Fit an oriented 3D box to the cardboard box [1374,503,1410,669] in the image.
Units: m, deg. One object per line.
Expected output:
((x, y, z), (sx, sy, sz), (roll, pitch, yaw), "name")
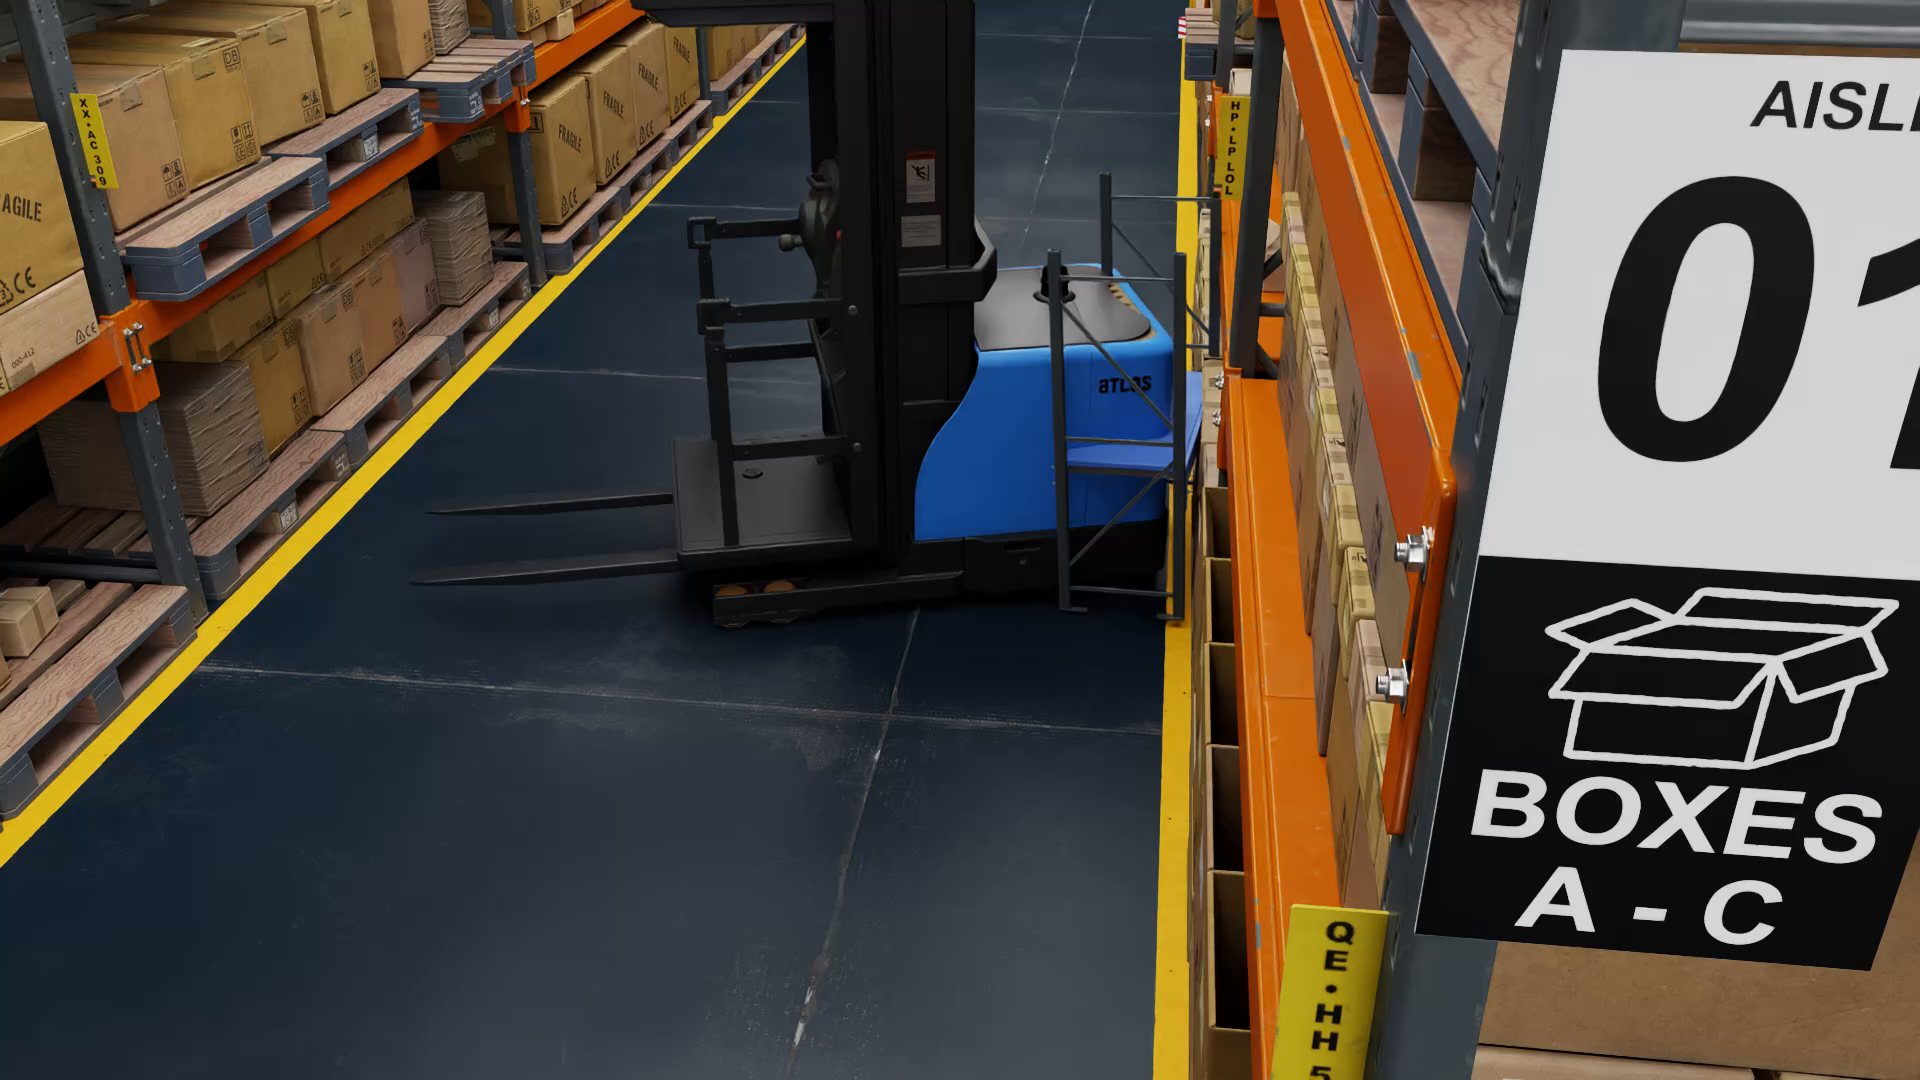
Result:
((1.044, 0.046, 2.529), (0.700, 0.500, 0.500), (3, 28, 5), "cardboard box")

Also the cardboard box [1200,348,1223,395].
((1.285, -0.639, 7.138), (0.500, 0.311, 0.500), (3, 28, 6), "cardboard box")

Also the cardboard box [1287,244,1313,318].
((1.113, -0.705, 4.606), (0.380, 0.149, 0.250), (3, 28, 5), "cardboard box")

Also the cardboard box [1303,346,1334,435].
((1.019, -0.337, 3.924), (0.380, 0.149, 0.250), (3, 28, 5), "cardboard box")

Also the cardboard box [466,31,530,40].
((-2.758, -2.939, 9.786), (0.380, 0.149, 0.250), (3, 28, 5), "cardboard box")

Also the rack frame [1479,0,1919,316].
((0.908, -1.488, 0.524), (1.000, 3.000, 0.127), (3, 28, 6), "rack frame")

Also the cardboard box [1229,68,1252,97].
((1.587, -2.164, 8.198), (0.500, 0.311, 0.500), (3, 28, 6), "cardboard box")

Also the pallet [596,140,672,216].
((-2.705, -2.611, 11.873), (1.003, 0.211, 1.213), (3, 28, 6), "pallet")

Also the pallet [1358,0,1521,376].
((1.021, -0.460, 1.872), (1.003, 0.211, 1.213), (3, 28, 6), "pallet")

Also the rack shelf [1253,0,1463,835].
((1.153, -0.792, 3.154), (1.077, 0.370, 4.000), (3, 28, 6), "rack shelf")

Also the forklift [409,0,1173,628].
((-0.715, -1.212, 6.409), (3.031, 2.935, 1.130), (-5, 29, -9), "forklift")

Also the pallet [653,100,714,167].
((-2.558, -3.187, 12.942), (1.003, 0.211, 1.213), (3, 28, 6), "pallet")

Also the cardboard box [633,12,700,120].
((-2.489, -3.707, 12.792), (0.750, 0.750, 0.750), (4, 29, 7), "cardboard box")

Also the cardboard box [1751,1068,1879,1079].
((1.170, 0.651, 2.089), (0.380, 0.149, 0.250), (3, 28, 6), "cardboard box")

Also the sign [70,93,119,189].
((-2.979, -1.369, 5.716), (0.100, 0.325, 0.005), (3, 28, 6), "sign")

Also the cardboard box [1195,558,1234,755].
((0.977, 0.401, 5.008), (0.500, 0.500, 0.500), (3, 28, 6), "cardboard box")

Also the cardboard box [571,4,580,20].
((-2.670, -3.425, 10.689), (0.380, 0.149, 0.250), (4, 29, 7), "cardboard box")

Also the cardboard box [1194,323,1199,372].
((1.414, -0.876, 8.170), (0.500, 0.250, 0.500), (3, 28, 5), "cardboard box")

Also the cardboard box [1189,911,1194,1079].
((0.853, 1.202, 4.312), (0.500, 0.250, 0.500), (3, 28, 6), "cardboard box")

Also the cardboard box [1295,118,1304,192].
((1.573, -1.382, 6.548), (0.500, 0.500, 0.500), (5, 29, 10), "cardboard box")

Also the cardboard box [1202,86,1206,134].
((2.023, -3.124, 12.057), (0.500, 0.500, 0.500), (4, 29, 7), "cardboard box")

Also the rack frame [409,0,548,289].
((-3.028, -2.899, 9.468), (1.000, 3.000, 0.127), (3, 28, 6), "rack frame")

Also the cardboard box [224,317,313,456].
((-3.431, -0.703, 7.564), (0.700, 0.500, 0.500), (3, 28, 5), "cardboard box")

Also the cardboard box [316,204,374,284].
((-3.255, -1.473, 8.203), (0.500, 0.250, 0.500), (3, 28, 6), "cardboard box")

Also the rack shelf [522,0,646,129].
((-2.783, -3.524, 11.386), (1.077, 0.370, 4.000), (3, 28, 6), "rack shelf")

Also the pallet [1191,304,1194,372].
((1.749, -1.000, 8.883), (1.003, 0.211, 1.213), (3, 28, 6), "pallet")

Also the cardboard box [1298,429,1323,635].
((1.227, -0.080, 4.131), (0.700, 0.500, 0.500), (4, 29, 7), "cardboard box")

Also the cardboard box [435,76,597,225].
((-2.808, -2.476, 10.507), (0.750, 0.750, 0.750), (3, 28, 6), "cardboard box")

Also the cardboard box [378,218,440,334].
((-3.243, -1.414, 8.885), (0.700, 0.500, 0.500), (3, 28, 6), "cardboard box")

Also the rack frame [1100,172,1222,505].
((0.865, -0.837, 7.162), (0.500, 1.500, 0.032), (4, 29, 15), "rack frame")

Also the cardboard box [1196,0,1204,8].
((2.459, -4.887, 15.594), (0.500, 0.250, 0.500), (3, 28, 6), "cardboard box")

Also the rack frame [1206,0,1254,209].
((1.889, -2.613, 8.937), (1.000, 3.000, 0.127), (3, 28, 6), "rack frame")

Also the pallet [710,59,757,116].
((-2.367, -3.908, 14.281), (1.003, 0.211, 1.213), (3, 28, 6), "pallet")

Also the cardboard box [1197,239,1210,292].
((1.477, -1.357, 8.471), (0.500, 0.311, 0.500), (3, 28, 5), "cardboard box")

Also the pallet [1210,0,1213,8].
((2.122, -3.444, 10.682), (1.003, 0.211, 1.213), (3, 28, 6), "pallet")

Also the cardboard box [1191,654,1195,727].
((1.041, 0.496, 5.622), (0.500, 0.250, 0.500), (3, 28, 6), "cardboard box")

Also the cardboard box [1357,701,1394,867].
((0.828, 0.389, 2.576), (0.380, 0.149, 0.250), (3, 28, 5), "cardboard box")

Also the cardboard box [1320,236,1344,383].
((1.228, -0.662, 3.843), (0.700, 0.500, 0.500), (3, 28, 6), "cardboard box")

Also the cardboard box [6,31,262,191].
((-3.347, -1.754, 6.774), (0.700, 0.500, 0.500), (6, 29, 11), "cardboard box")

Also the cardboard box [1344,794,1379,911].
((1.038, 0.642, 2.789), (0.700, 0.500, 0.500), (4, 29, 8), "cardboard box")

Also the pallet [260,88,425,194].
((-3.230, -1.880, 7.780), (1.003, 0.211, 1.213), (3, 28, 6), "pallet")

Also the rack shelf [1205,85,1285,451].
((1.643, -1.355, 7.360), (1.077, 0.370, 4.000), (3, 28, 6), "rack shelf")

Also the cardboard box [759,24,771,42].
((-2.157, -4.941, 15.452), (0.700, 0.500, 0.500), (2, 28, 5), "cardboard box")

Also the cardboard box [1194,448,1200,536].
((1.225, -0.154, 6.830), (0.500, 0.250, 0.500), (3, 28, 5), "cardboard box")

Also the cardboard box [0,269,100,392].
((-3.276, -0.718, 5.558), (0.500, 0.250, 0.500), (3, 29, 6), "cardboard box")

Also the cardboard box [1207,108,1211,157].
((1.773, -2.517, 10.140), (0.500, 0.250, 0.500), (4, 29, 8), "cardboard box")

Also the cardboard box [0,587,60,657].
((-3.554, 0.291, 6.070), (0.380, 0.166, 0.250), (0, 28, 0), "cardboard box")

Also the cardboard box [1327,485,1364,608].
((0.923, 0.023, 3.256), (0.380, 0.149, 0.250), (4, 29, 8), "cardboard box")

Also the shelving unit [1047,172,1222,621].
((0.734, -0.602, 6.730), (0.538, 1.500, 1.048), (4, 29, 15), "shelving unit")

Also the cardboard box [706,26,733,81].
((-2.345, -4.212, 14.099), (0.700, 0.500, 0.500), (4, 29, 7), "cardboard box")

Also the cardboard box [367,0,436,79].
((-3.118, -2.650, 8.437), (0.700, 0.500, 0.500), (1, 28, 1), "cardboard box")

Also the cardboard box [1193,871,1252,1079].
((0.787, 1.107, 3.698), (0.500, 0.500, 0.500), (3, 28, 6), "cardboard box")

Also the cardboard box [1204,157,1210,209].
((1.770, -2.160, 10.268), (0.500, 0.500, 0.500), (4, 29, 8), "cardboard box")

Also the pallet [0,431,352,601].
((-3.424, -0.155, 7.315), (1.003, 0.211, 1.213), (3, 28, 6), "pallet")
